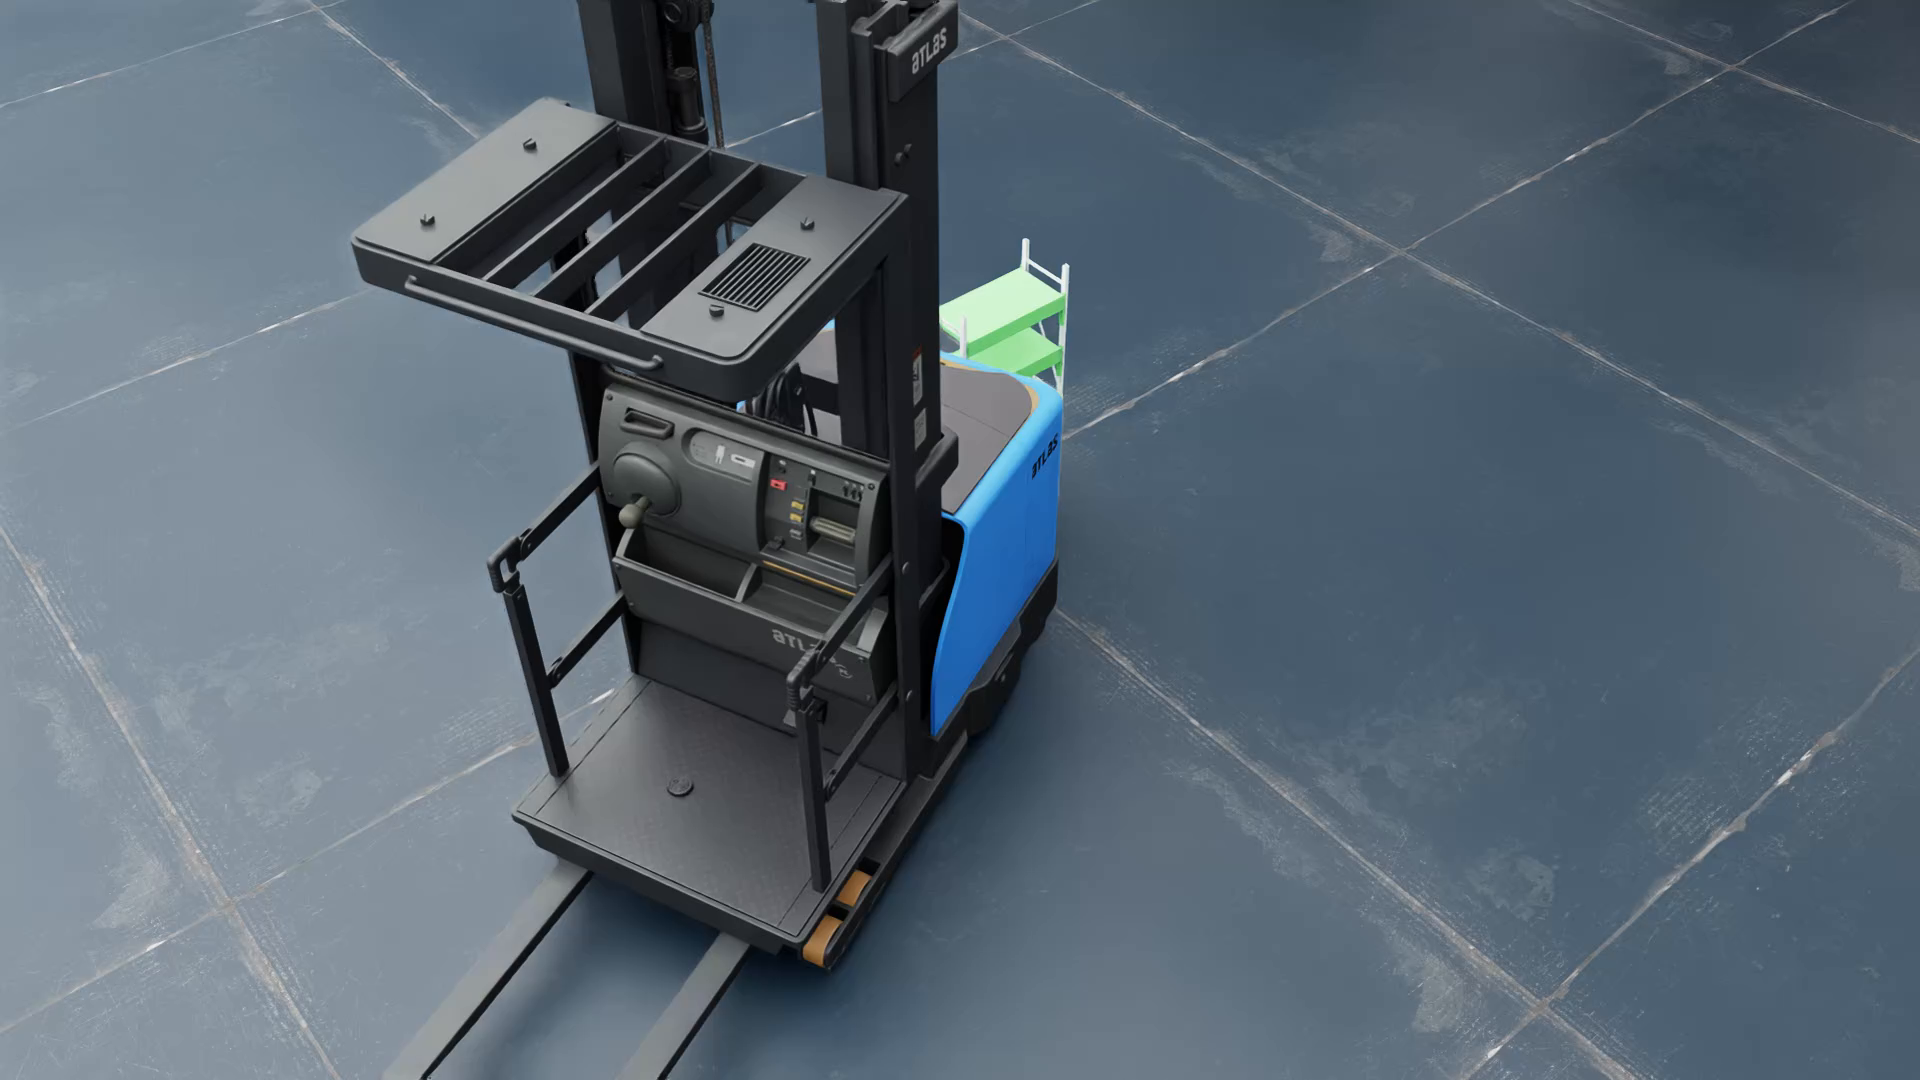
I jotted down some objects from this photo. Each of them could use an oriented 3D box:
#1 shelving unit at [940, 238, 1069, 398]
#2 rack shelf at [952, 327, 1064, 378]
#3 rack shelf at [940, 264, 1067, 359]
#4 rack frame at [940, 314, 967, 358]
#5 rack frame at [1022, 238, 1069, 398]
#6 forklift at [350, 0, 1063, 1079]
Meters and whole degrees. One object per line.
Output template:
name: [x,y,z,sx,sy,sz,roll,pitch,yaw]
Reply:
shelving unit: [0.129,-0.513,6.420,0.503,1.200,0.258,-30,51,-28]
rack shelf: [0.129,-0.642,6.300,0.480,0.148,0.258,-30,51,-28]
rack shelf: [0.129,-0.817,6.135,0.480,0.148,0.258,-30,51,-28]
rack frame: [-0.058,-0.406,6.306,0.015,1.200,0.240,-30,51,-28]
rack frame: [0.316,-0.621,6.535,0.015,1.200,0.240,-30,51,-28]
forklift: [-0.744,-0.062,4.675,1.130,2.935,3.031,19,46,19]
